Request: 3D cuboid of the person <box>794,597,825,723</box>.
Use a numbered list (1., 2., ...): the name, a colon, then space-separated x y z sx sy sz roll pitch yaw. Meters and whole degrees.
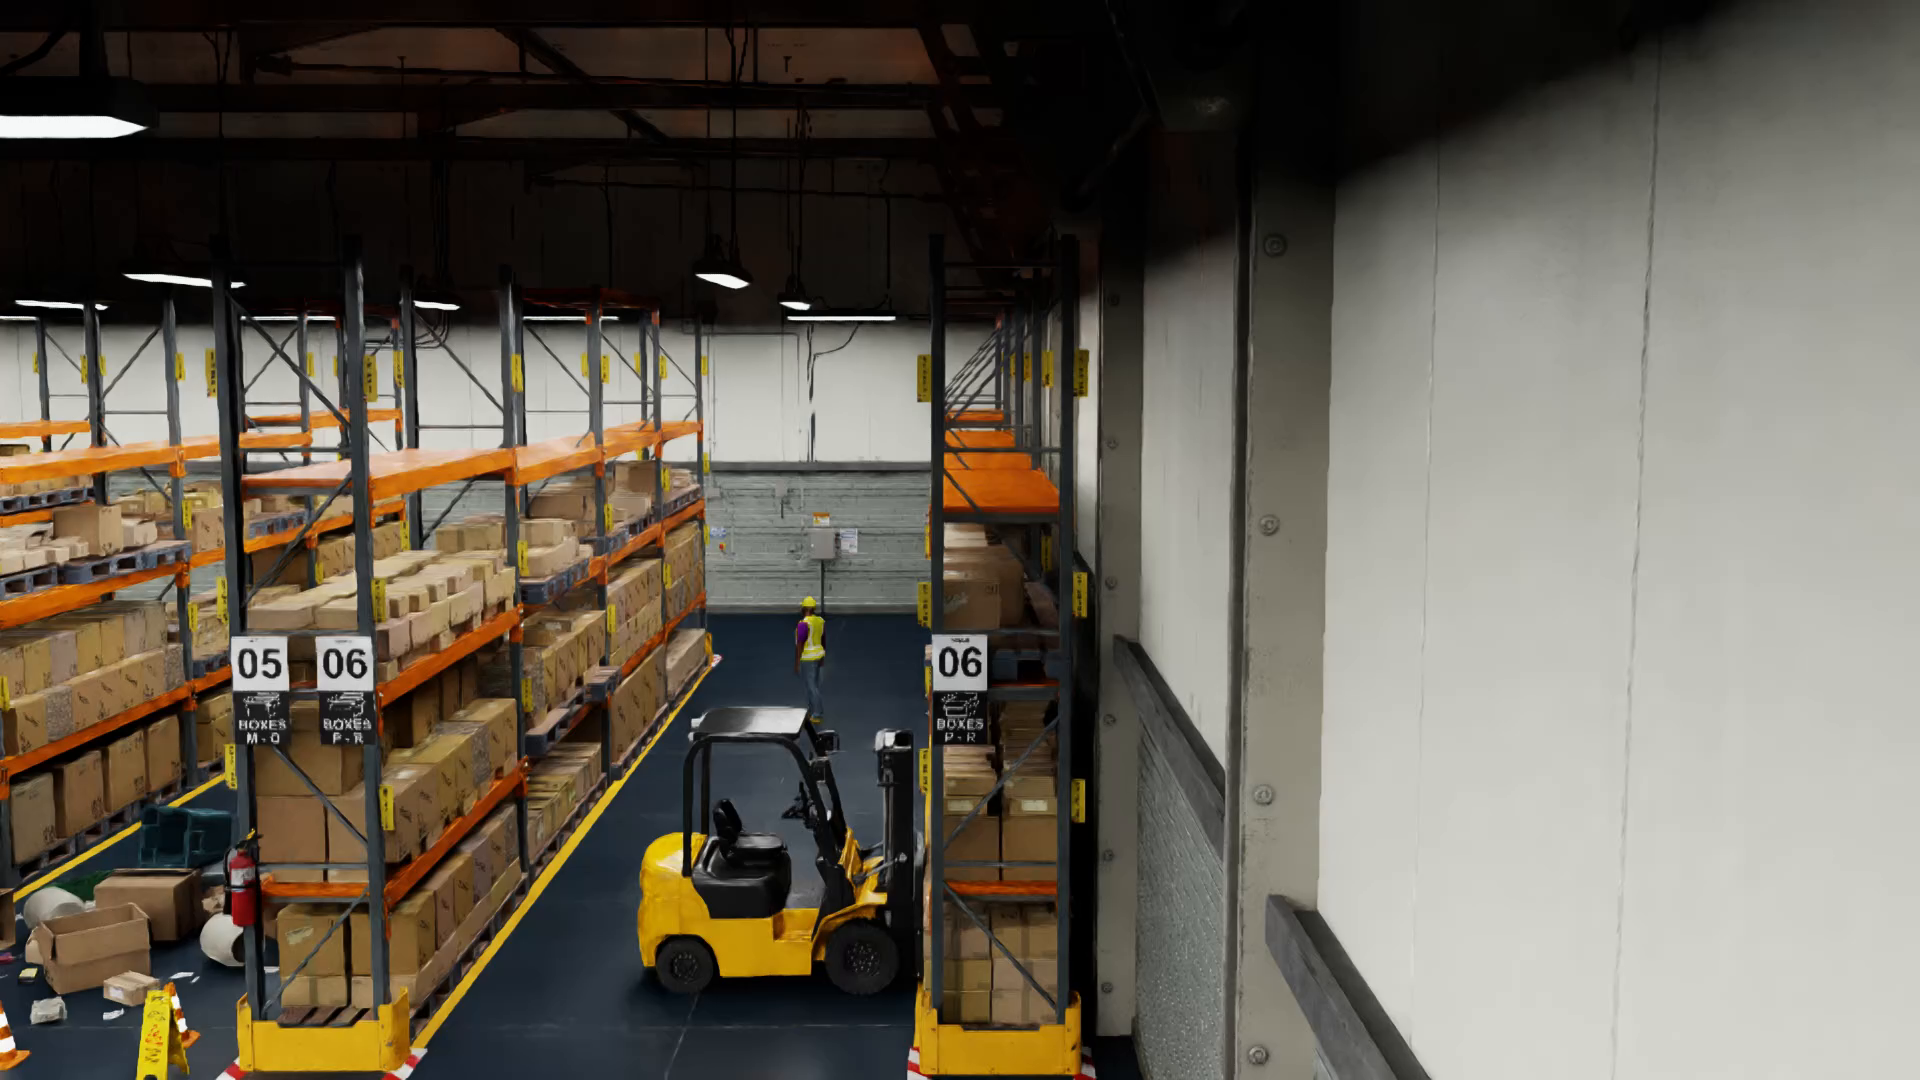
1. person: -2.150 1.678 23.545 0.587 1.763 0.677 3 7 22
